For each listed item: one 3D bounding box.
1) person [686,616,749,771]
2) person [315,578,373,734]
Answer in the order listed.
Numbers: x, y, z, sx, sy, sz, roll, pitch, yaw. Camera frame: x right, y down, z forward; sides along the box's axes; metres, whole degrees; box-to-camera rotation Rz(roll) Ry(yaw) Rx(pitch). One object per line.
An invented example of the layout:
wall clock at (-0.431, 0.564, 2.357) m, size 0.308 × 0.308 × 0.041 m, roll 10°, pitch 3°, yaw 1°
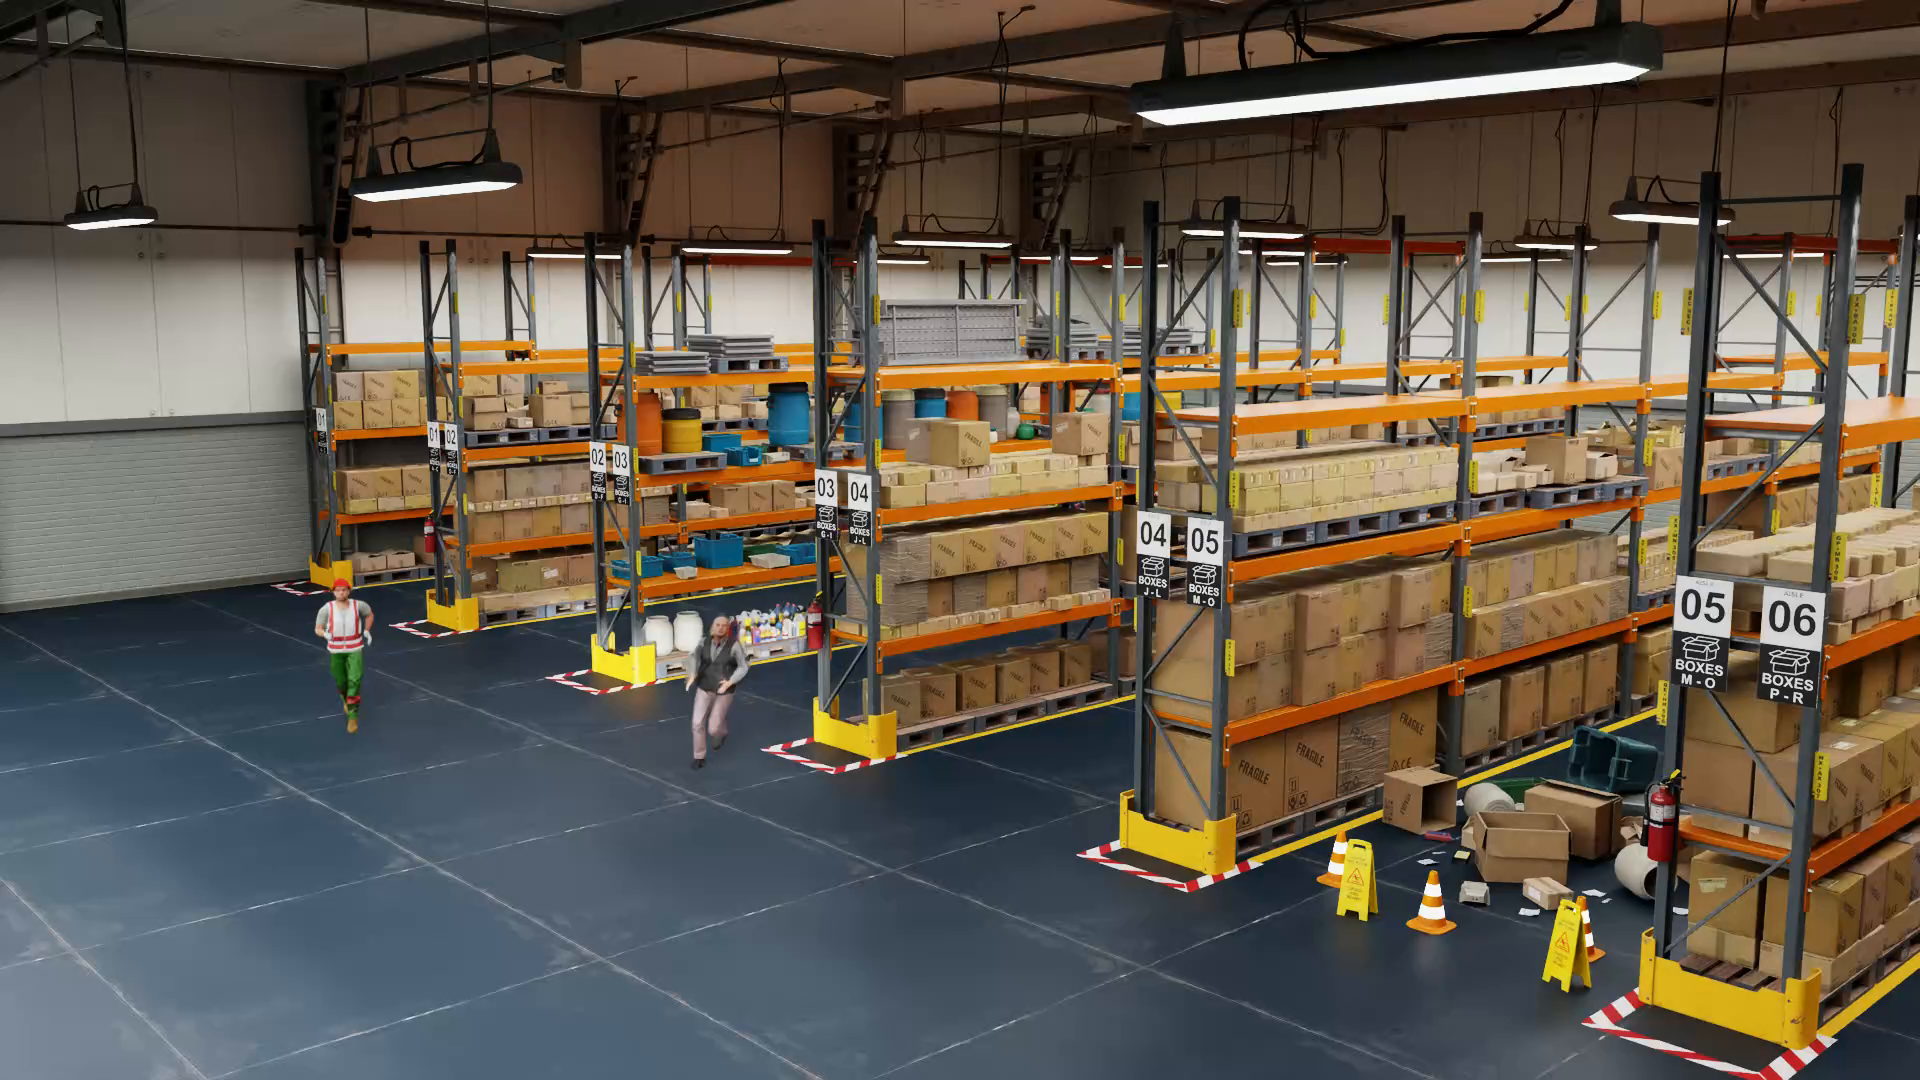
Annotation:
person at (-2.679, 1.673, 18.430) m, size 0.699 × 1.700 × 0.709 m, roll 2°, pitch 9°, yaw 10°
person at (-7.391, 1.344, 19.997) m, size 0.653 × 1.799 × 0.987 m, roll -3°, pitch 9°, yaw -17°
